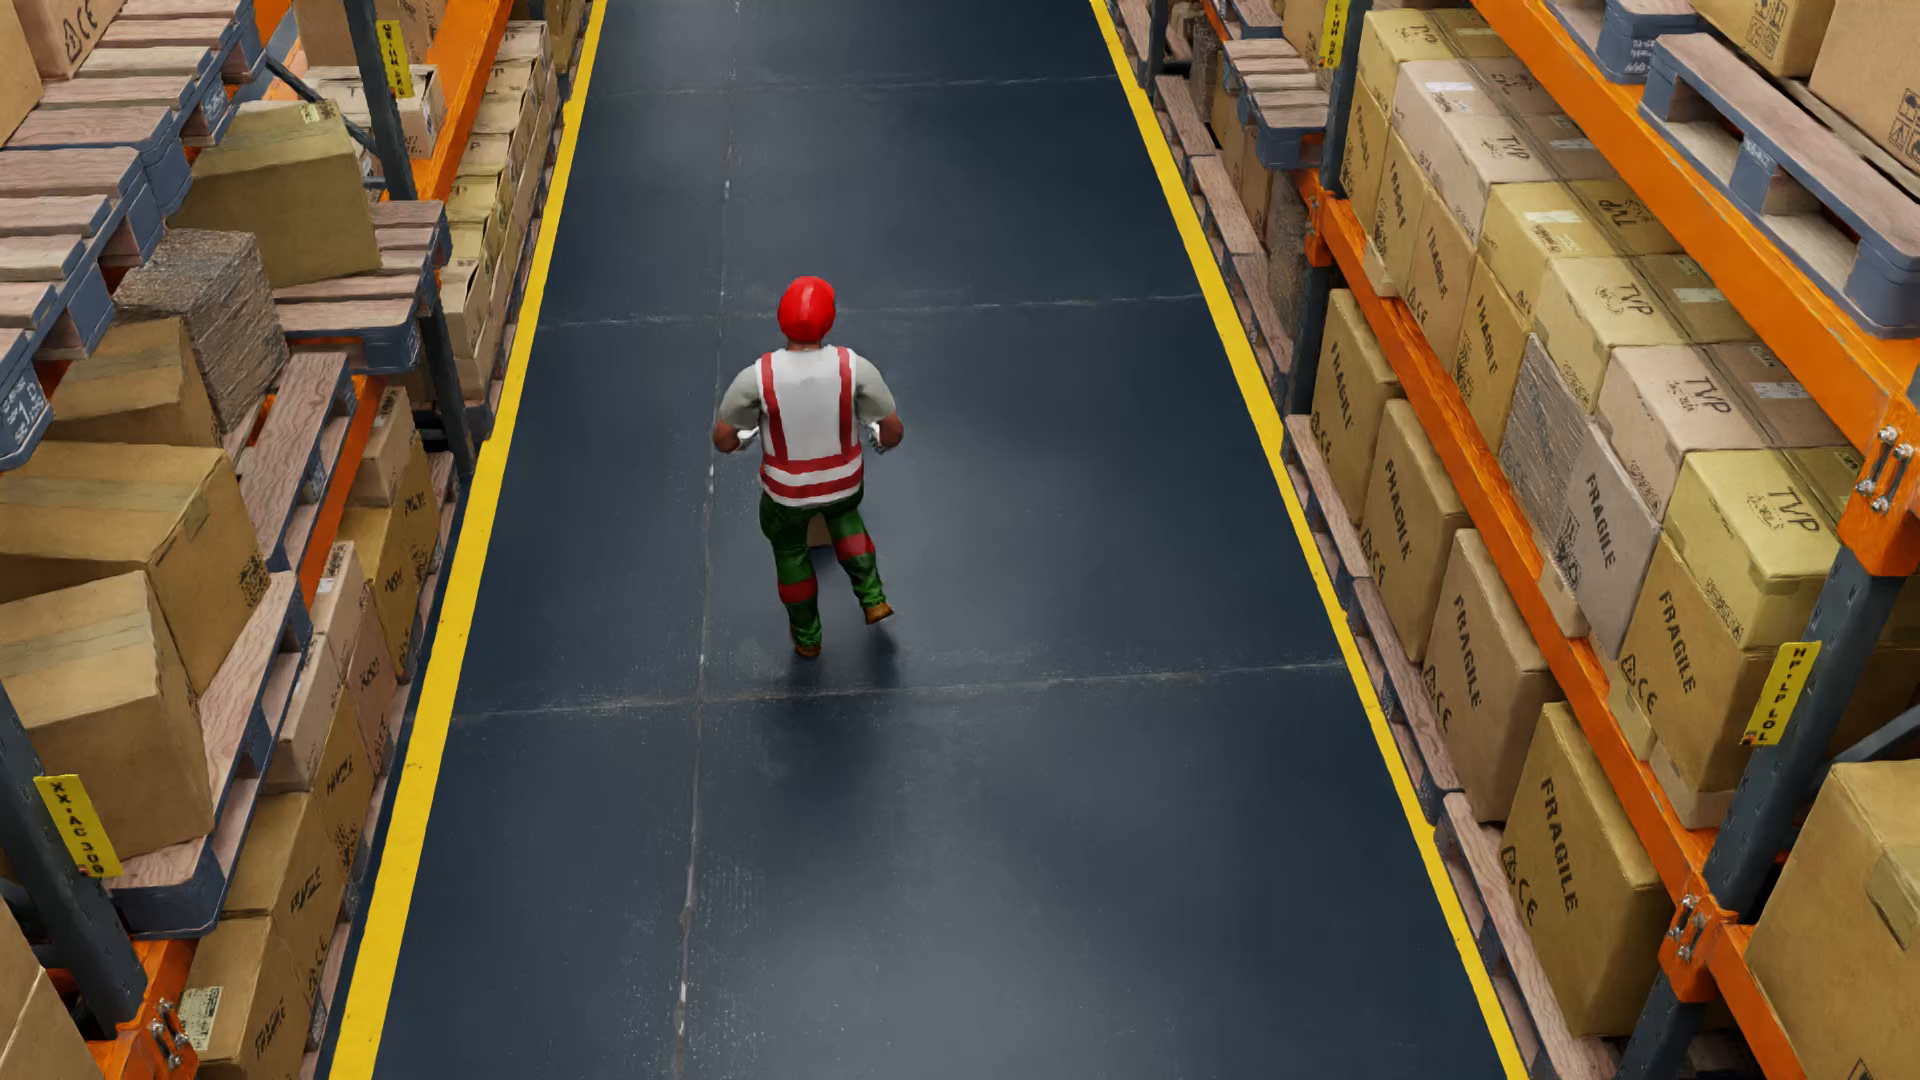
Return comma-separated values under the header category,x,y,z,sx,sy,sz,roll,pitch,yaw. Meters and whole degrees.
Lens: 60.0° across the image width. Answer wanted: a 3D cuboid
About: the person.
category,x,y,z,sx,sy,sz,roll,pitch,yaw
person,-0.605,-0.273,6.504,0.716,1.753,0.497,-11,40,-14
